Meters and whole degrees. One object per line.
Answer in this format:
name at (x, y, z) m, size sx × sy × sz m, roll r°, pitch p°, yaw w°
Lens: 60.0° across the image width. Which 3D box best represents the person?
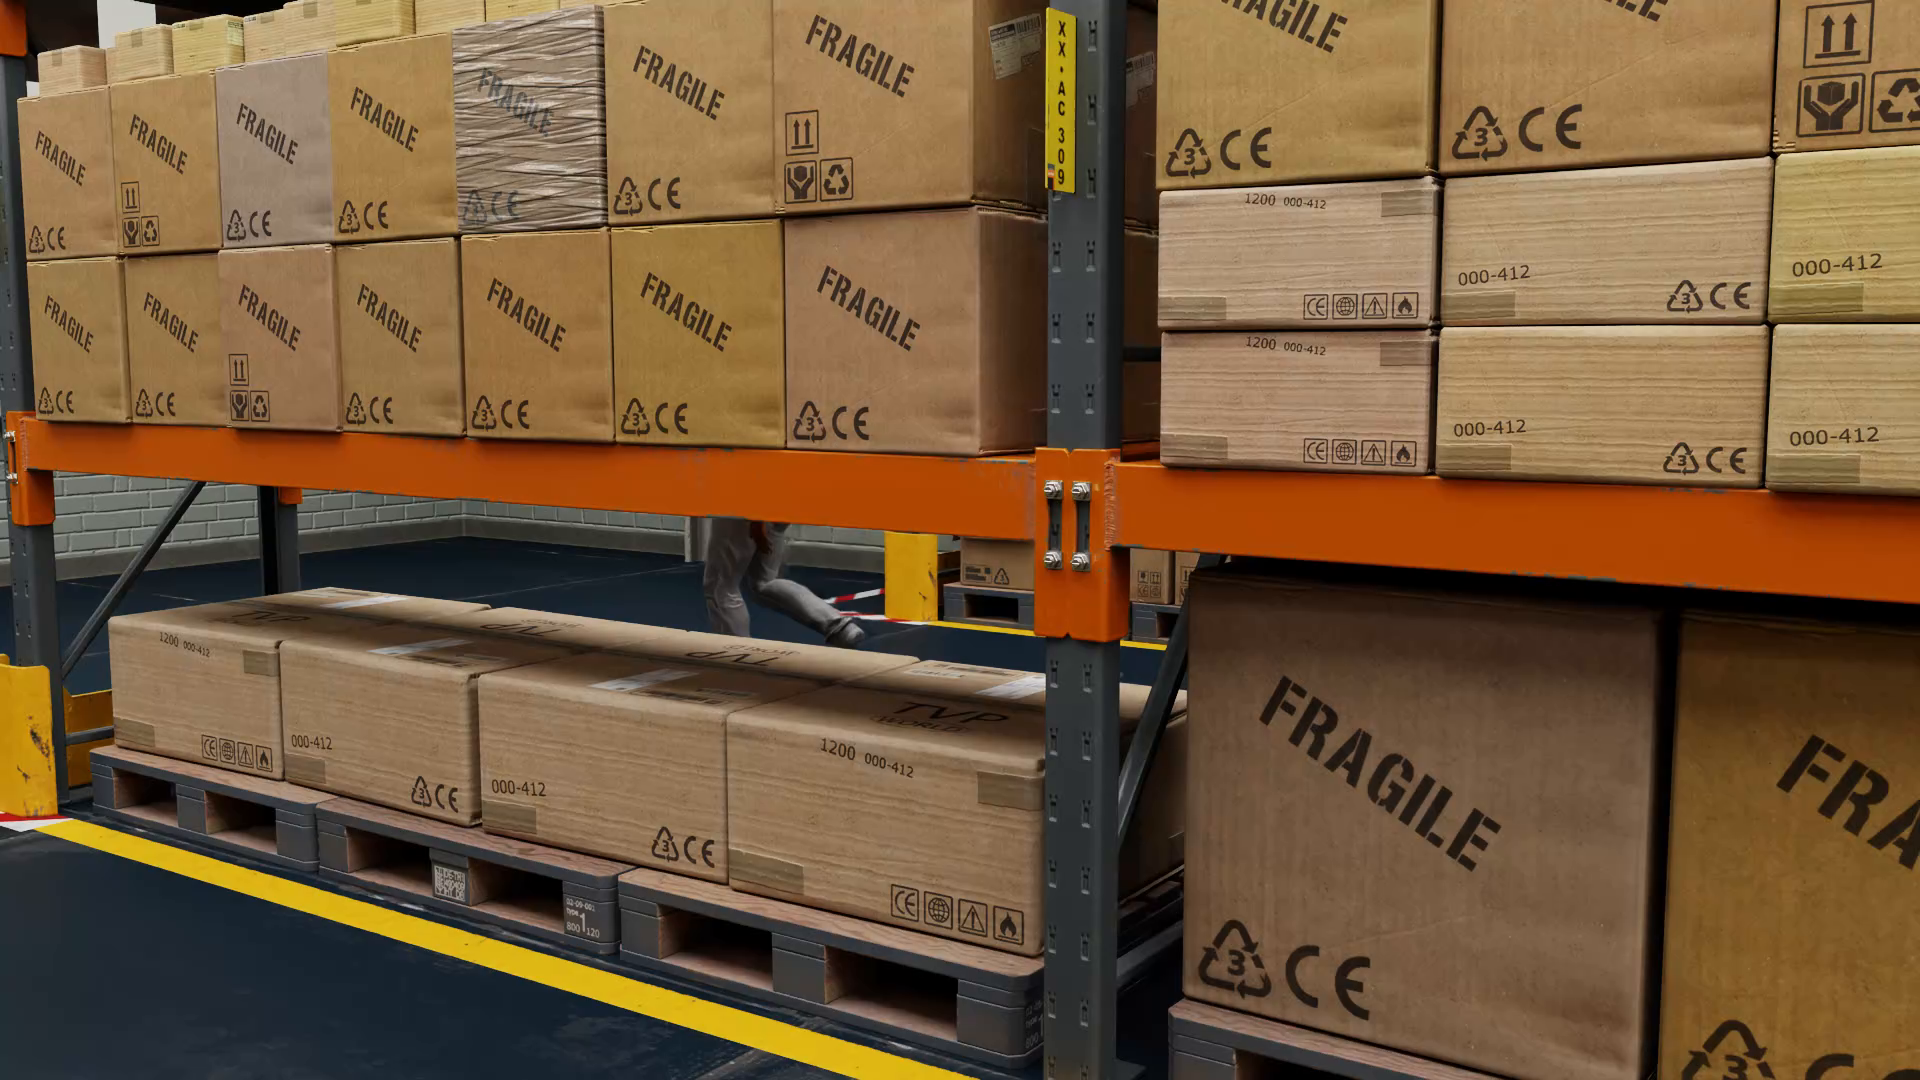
person at (-0.819, -0.175, 7.130) m, size 0.780 × 1.741 × 0.558 m, roll 2°, pitch 7°, yaw 17°
